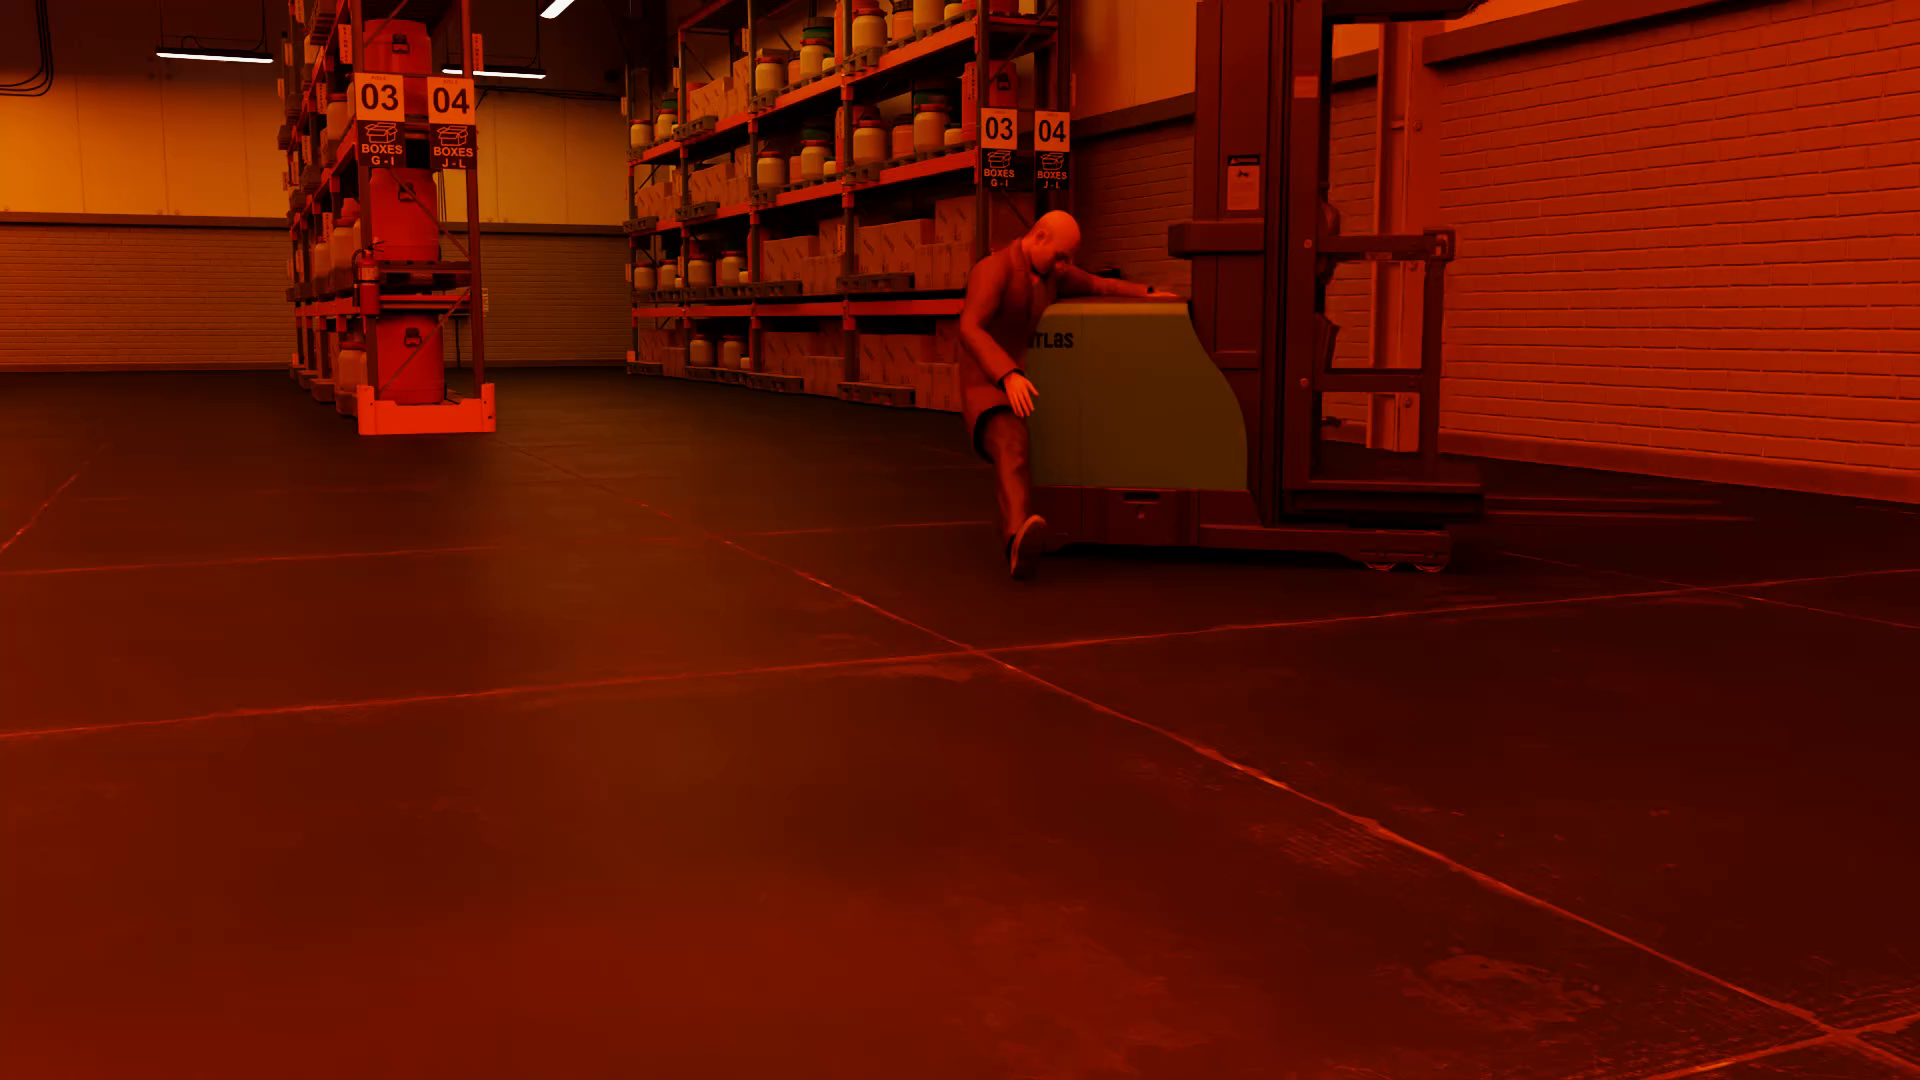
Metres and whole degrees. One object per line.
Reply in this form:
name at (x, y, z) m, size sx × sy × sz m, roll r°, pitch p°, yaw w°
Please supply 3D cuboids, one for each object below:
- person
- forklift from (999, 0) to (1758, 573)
person at (0.402, -0.621, 6.970) m, size 1.240 × 1.441 × 1.007 m, roll -7°, pitch 10°, yaw -41°
forklift at (1.742, -1.398, 7.045) m, size 3.031 × 2.935 × 1.130 m, roll 2°, pitch 8°, yaw 14°
